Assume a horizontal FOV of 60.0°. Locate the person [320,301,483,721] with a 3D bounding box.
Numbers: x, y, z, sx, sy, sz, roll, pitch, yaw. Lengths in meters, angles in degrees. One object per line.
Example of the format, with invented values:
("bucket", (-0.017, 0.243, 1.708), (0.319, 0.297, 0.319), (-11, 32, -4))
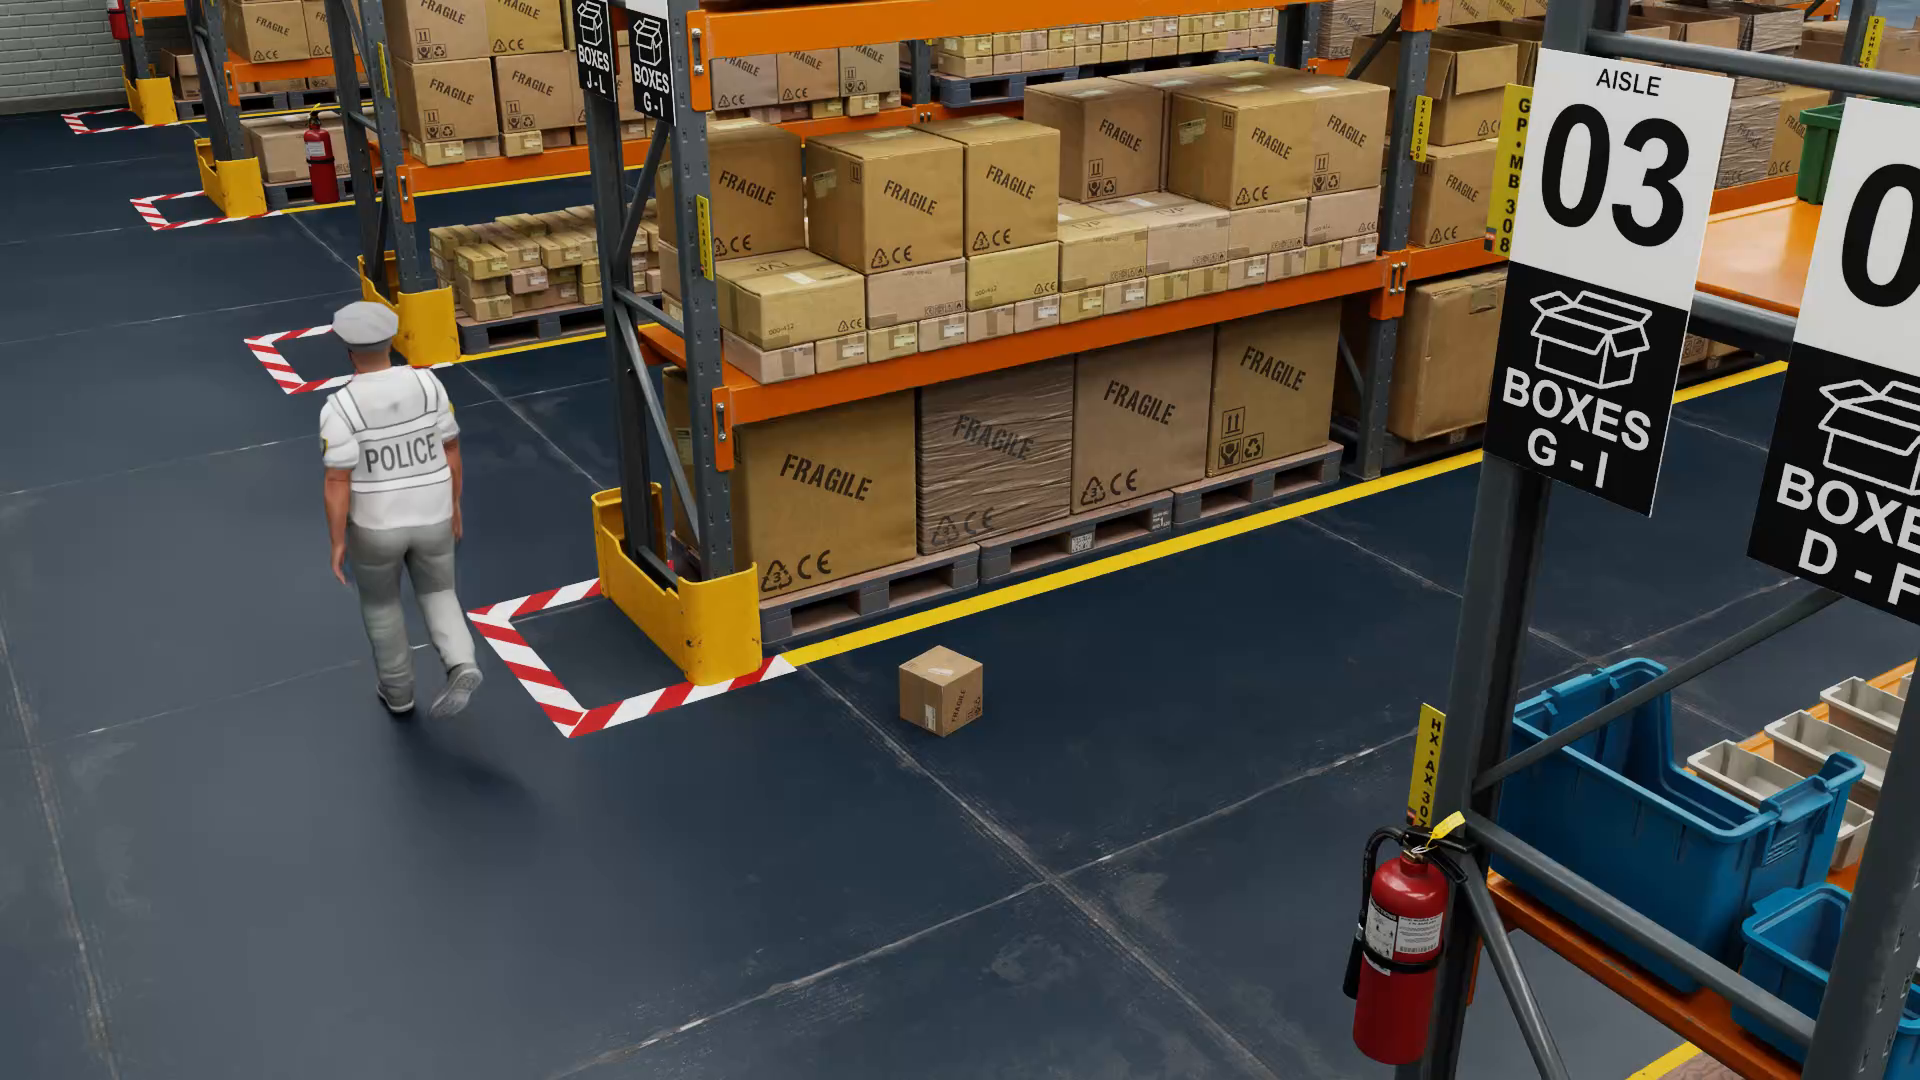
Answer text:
("person", (-2.249, -0.075, 6.709), (0.599, 1.742, 0.701), (-17, 30, -32))
